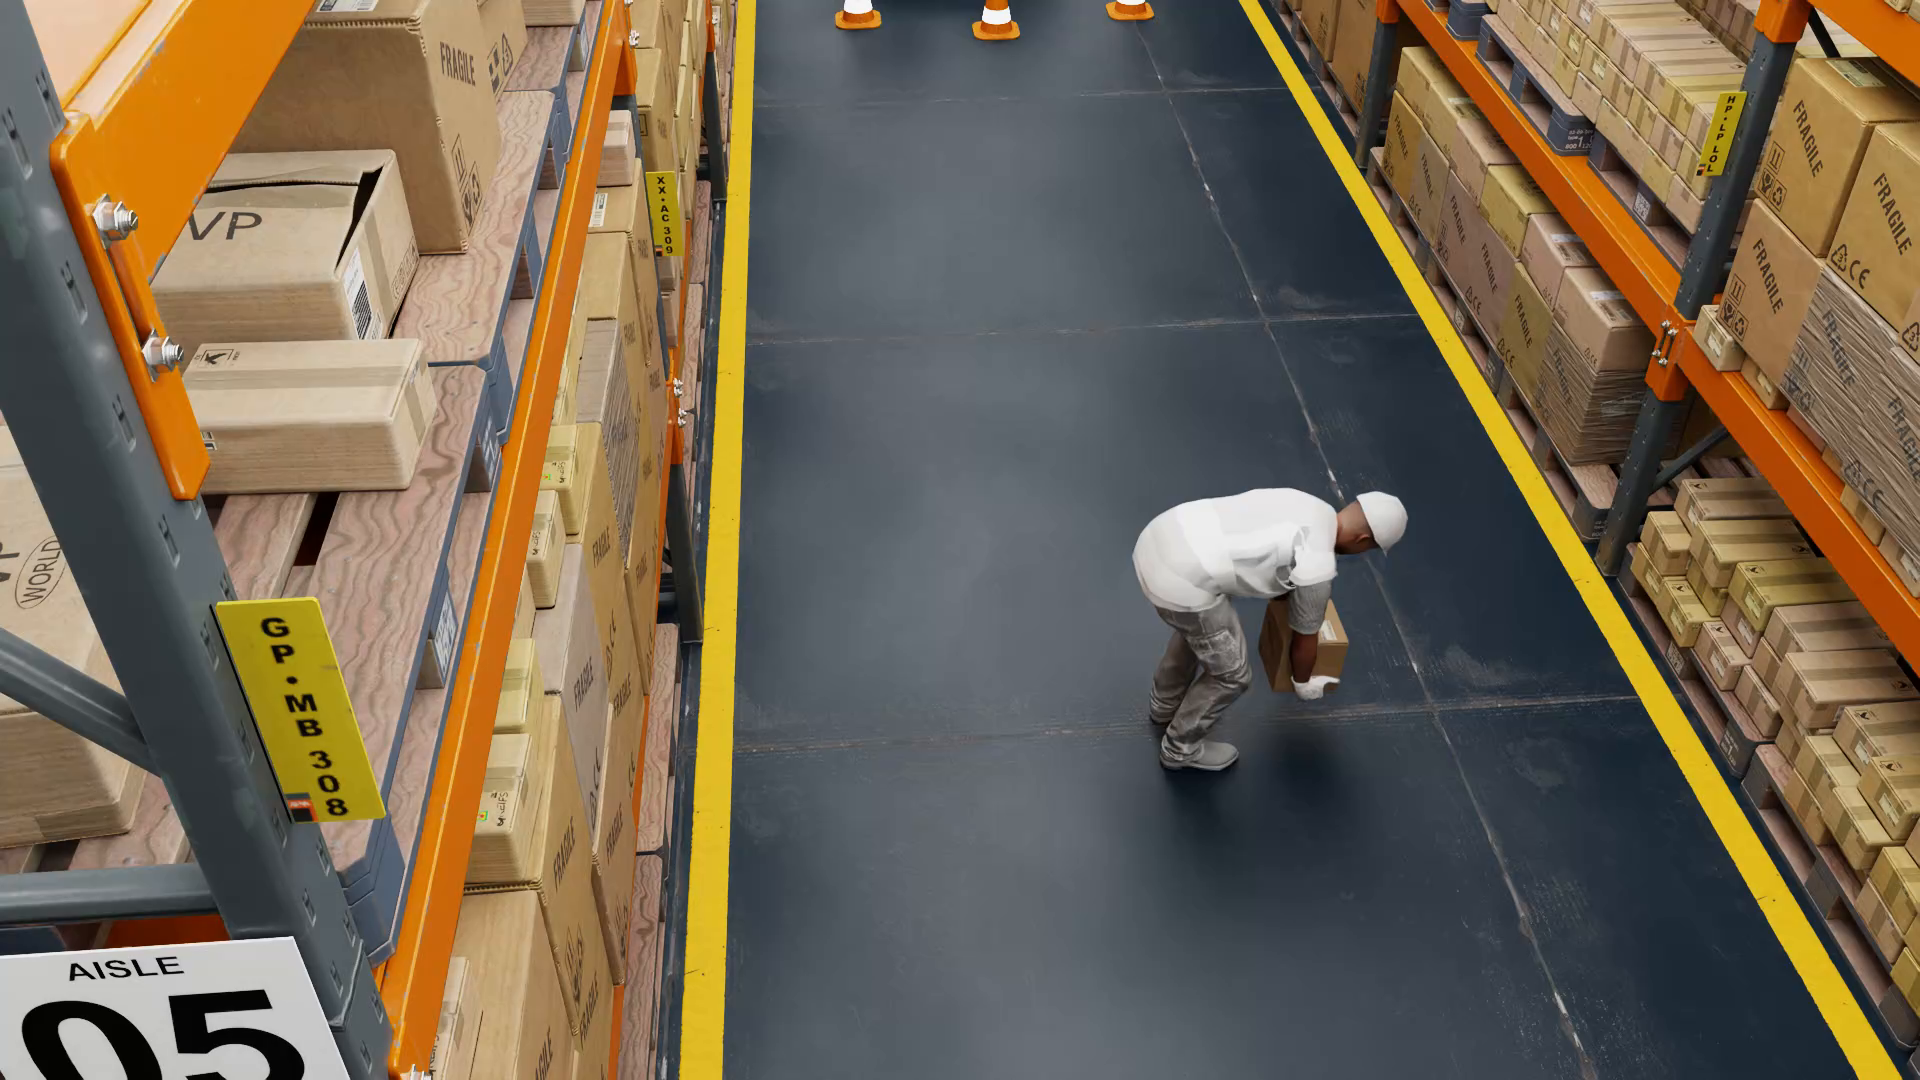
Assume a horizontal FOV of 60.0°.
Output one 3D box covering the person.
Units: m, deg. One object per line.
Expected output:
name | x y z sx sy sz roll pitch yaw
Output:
person | 1.129 0.312 6.256 0.985 1.144 0.501 -4 39 -5
